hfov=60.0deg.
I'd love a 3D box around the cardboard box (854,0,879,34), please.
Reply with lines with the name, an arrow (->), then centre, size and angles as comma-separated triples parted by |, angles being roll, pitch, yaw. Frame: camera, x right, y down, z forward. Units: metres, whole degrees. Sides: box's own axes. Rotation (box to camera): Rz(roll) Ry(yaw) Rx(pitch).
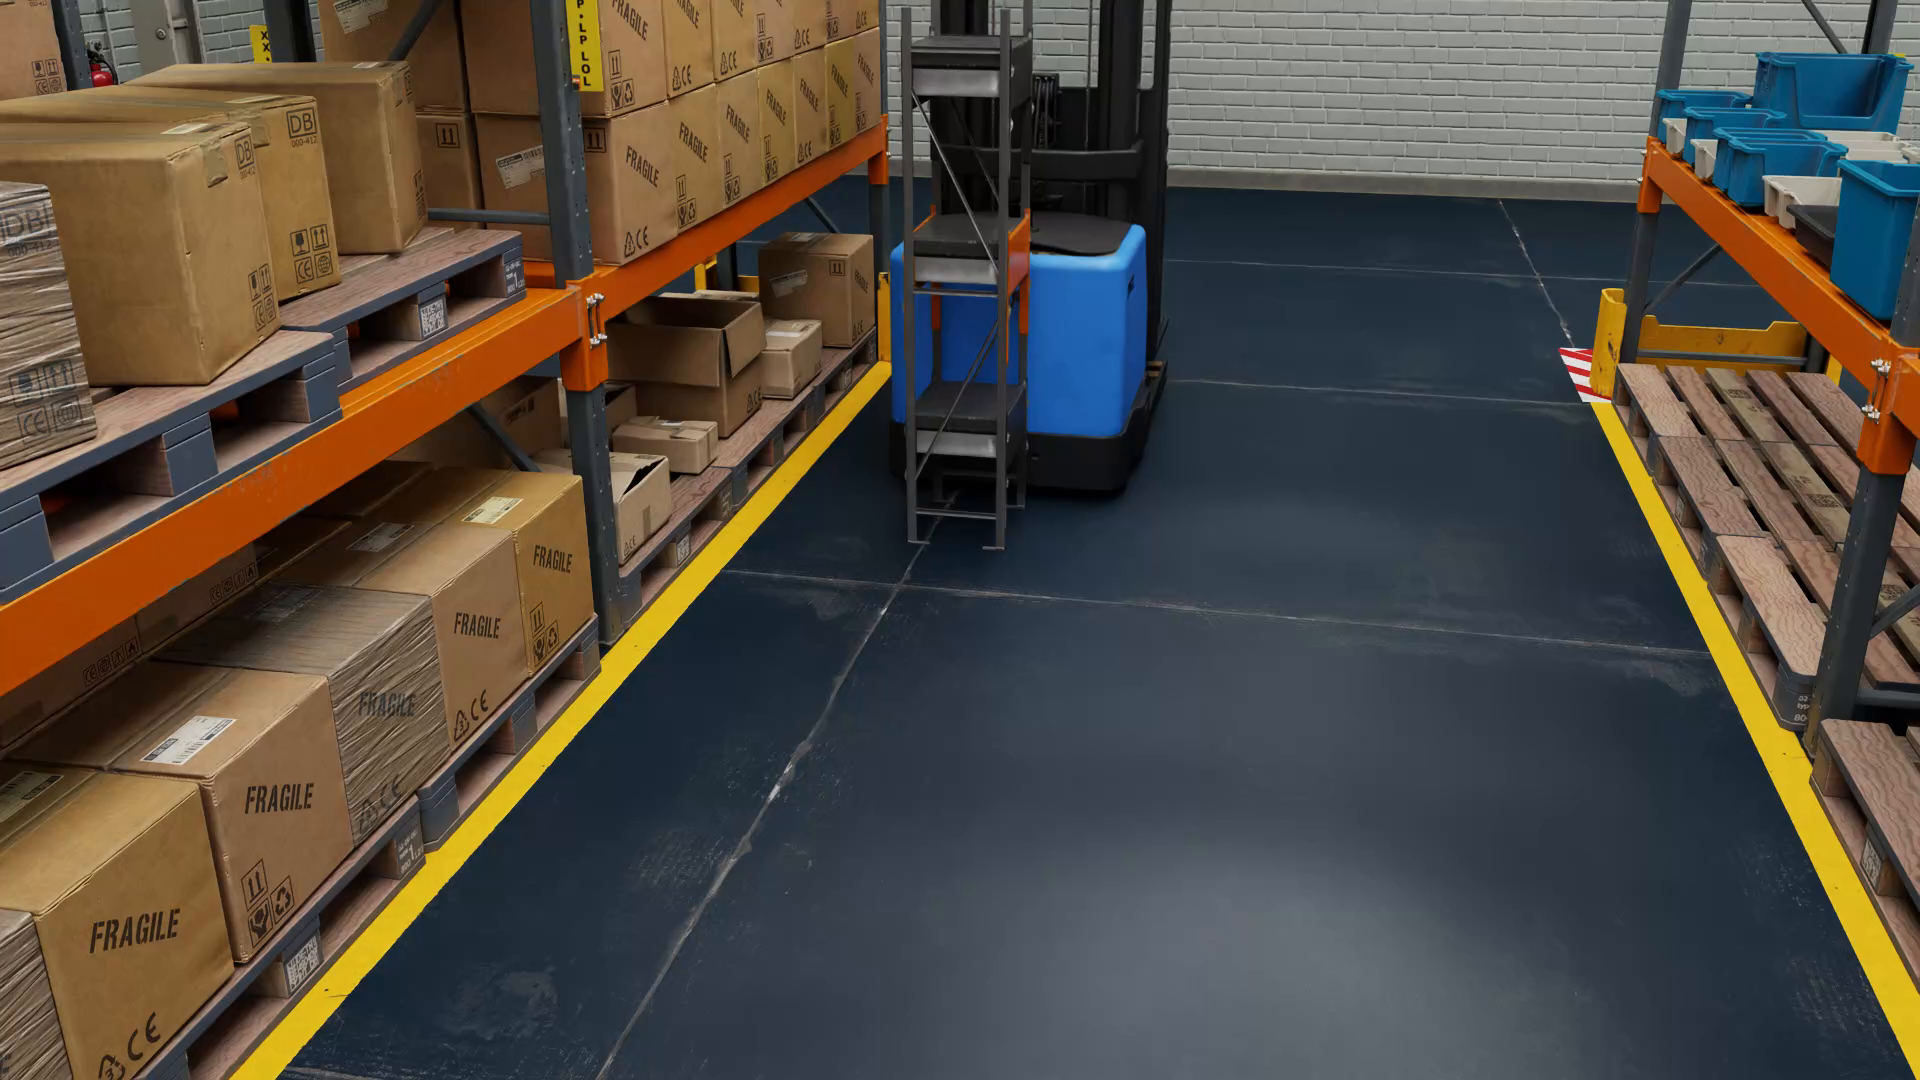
cardboard box -> -0.718, -2.856, 8.458 | 0.500, 0.500, 0.500 | 4, 22, 10

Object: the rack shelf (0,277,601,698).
rack shelf -> -2.121, -0.002, 3.806 | 1.077, 0.370, 4.000 | 4, 22, 11

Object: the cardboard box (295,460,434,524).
cardboard box -> -2.050, 0.047, 5.479 | 0.500, 0.500, 0.500 | 3, 22, 8

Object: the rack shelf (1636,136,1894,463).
rack shelf -> 3.544, -1.086, 6.497 | 1.077, 0.370, 4.000 | 4, 22, 11

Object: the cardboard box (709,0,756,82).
cardboard box -> -1.131, -2.105, 6.592 | 0.500, 0.500, 0.500 | 4, 22, 9

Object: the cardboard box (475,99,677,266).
cardboard box -> -1.342, -1.279, 5.880 | 0.500, 0.500, 0.500 | 5, 22, 12

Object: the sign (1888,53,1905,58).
sign -> 4.494, -2.191, 8.059 | 0.100, 0.325, 0.005 | 4, 22, 11

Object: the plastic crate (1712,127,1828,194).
plastic crate -> 3.310, -1.554, 6.842 | 0.416, 0.233, 0.300 | 4, 22, 11

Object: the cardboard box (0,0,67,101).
cardboard box -> -5.841, -2.858, 9.533 | 0.980, 0.700, 0.700 | 5, 23, 13

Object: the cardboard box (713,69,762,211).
cardboard box -> -1.136, -1.649, 6.800 | 0.500, 0.500, 0.500 | 4, 22, 11

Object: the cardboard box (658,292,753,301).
cardboard box -> -1.387, -1.098, 8.657 | 0.500, 0.250, 0.500 | 4, 22, 11

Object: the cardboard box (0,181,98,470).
cardboard box -> -2.137, -0.404, 3.146 | 0.700, 0.500, 0.500 | 9, 24, 21

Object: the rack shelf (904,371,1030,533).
rack shelf -> 0.034, -0.373, 6.878 | 0.431, 0.518, 0.480 | 4, 22, 11

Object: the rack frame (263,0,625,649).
rack frame -> -1.713, -1.067, 5.488 | 1.000, 3.000, 0.127 | 4, 22, 11

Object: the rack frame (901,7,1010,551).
rack frame -> -0.016, -0.945, 6.390 | 0.400, 2.100, 0.015 | 4, 22, 11

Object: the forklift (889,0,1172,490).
forklift -> 0.488, -2.094, 8.129 | 1.130, 2.935, 3.031 | 4, 22, 11

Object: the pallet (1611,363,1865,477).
pallet -> 3.746, -0.559, 7.958 | 1.003, 0.211, 1.213 | 4, 22, 11

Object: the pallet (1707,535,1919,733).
pallet -> 3.248, 0.334, 5.743 | 1.003, 0.211, 1.213 | 4, 22, 11

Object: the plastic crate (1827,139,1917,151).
plastic crate -> 3.889, -1.639, 7.182 | 0.396, 0.136, 0.243 | 4, 22, 11

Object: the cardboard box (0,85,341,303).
cardboard box -> -2.107, -0.896, 4.366 | 0.700, 0.500, 0.500 | 8, 23, 19

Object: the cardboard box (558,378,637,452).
cardboard box -> -1.721, -0.528, 7.160 | 0.500, 0.311, 0.500 | 4, 22, 11

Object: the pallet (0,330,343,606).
pallet -> -2.137, -0.227, 3.658 | 1.003, 0.211, 1.213 | 4, 22, 11

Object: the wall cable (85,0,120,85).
wall cable -> -6.412, -3.918, 11.206 | 0.084, 1.984, 1.851 | 4, 22, 11

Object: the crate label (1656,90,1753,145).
crate label -> 3.579, -2.036, 8.037 | 0.416, 0.233, 0.303 | 4, 22, 11

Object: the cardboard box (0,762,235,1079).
cardboard box -> -1.948, 0.832, 3.530 | 0.500, 0.500, 0.500 | 4, 22, 10

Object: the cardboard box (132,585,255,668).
cardboard box -> -2.257, 0.425, 4.540 | 0.500, 0.500, 0.500 | 5, 22, 12

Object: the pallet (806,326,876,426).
pallet -> -1.074, -0.917, 8.848 | 1.003, 0.211, 1.213 | 4, 22, 11

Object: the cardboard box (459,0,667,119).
cardboard box -> -1.341, -1.728, 5.657 | 0.500, 0.500, 0.500 | 5, 22, 12

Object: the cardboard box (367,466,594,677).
cardboard box -> -1.533, 0.091, 5.370 | 0.500, 0.500, 0.500 | 4, 22, 11

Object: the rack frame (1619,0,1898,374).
rack frame -> 3.952, -2.151, 8.179 | 1.000, 3.000, 0.127 | 4, 22, 11

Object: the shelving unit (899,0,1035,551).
shelving unit -> 0.034, -1.035, 6.612 | 0.431, 2.100, 0.503 | 4, 22, 11

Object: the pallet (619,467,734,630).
pallet -> -1.572, -0.024, 6.632 | 1.003, 0.211, 1.213 | 4, 22, 11

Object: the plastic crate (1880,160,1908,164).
plastic crate -> 3.814, -1.426, 6.652 | 0.298, 0.136, 0.250 | 4, 22, 11

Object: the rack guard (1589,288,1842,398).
rack guard -> 3.944, -1.001, 8.670 | 1.175, 0.500, 0.348 | 4, 22, 11

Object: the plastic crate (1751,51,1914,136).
plastic crate -> 4.066, -2.058, 7.822 | 0.616, 0.435, 0.499 | 4, 22, 11

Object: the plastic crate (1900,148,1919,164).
plastic crate -> 3.628, -1.205, 5.909 | 0.437, 0.282, 0.530 | 4, 22, 11

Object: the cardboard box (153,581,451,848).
cardboard box -> -1.745, 0.454, 4.468 | 0.500, 0.500, 0.500 | 5, 22, 12

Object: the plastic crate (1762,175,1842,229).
plastic crate -> 3.197, -1.253, 6.223 | 0.293, 0.136, 0.466 | 4, 22, 11

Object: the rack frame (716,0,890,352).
rack frame -> -0.897, -2.530, 9.120 | 1.000, 3.000, 0.127 | 4, 22, 11

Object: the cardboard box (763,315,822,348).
cardboard box -> -0.937, -1.061, 8.676 | 0.380, 0.166, 0.250 | 4, 22, 11

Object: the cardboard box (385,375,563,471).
cardboard box -> -1.874, -0.342, 6.444 | 0.500, 0.500, 0.500 | 4, 22, 11

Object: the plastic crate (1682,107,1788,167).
plastic crate -> 3.445, -1.795, 7.439 | 0.416, 0.233, 0.300 | 4, 22, 11

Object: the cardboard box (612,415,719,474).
cardboard box -> -1.249, -0.411, 7.062 | 0.380, 0.166, 0.250 | 4, 22, 11

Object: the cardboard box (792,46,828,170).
cardboard box -> -0.931, -2.020, 7.719 | 0.500, 0.500, 0.500 | 5, 22, 11

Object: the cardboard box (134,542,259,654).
cardboard box -> -2.254, 0.065, 4.431 | 0.500, 0.250, 0.500 | 5, 22, 11

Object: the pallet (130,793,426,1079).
pallet -> -2.088, 0.974, 4.152 | 1.003, 0.211, 1.213 | 4, 22, 11

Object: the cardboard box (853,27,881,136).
cardboard box -> -0.721, -2.392, 8.643 | 0.500, 0.500, 0.500 | 5, 23, 13

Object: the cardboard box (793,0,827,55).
cardboard box -> -0.922, -2.482, 7.528 | 0.500, 0.500, 0.500 | 5, 22, 12
